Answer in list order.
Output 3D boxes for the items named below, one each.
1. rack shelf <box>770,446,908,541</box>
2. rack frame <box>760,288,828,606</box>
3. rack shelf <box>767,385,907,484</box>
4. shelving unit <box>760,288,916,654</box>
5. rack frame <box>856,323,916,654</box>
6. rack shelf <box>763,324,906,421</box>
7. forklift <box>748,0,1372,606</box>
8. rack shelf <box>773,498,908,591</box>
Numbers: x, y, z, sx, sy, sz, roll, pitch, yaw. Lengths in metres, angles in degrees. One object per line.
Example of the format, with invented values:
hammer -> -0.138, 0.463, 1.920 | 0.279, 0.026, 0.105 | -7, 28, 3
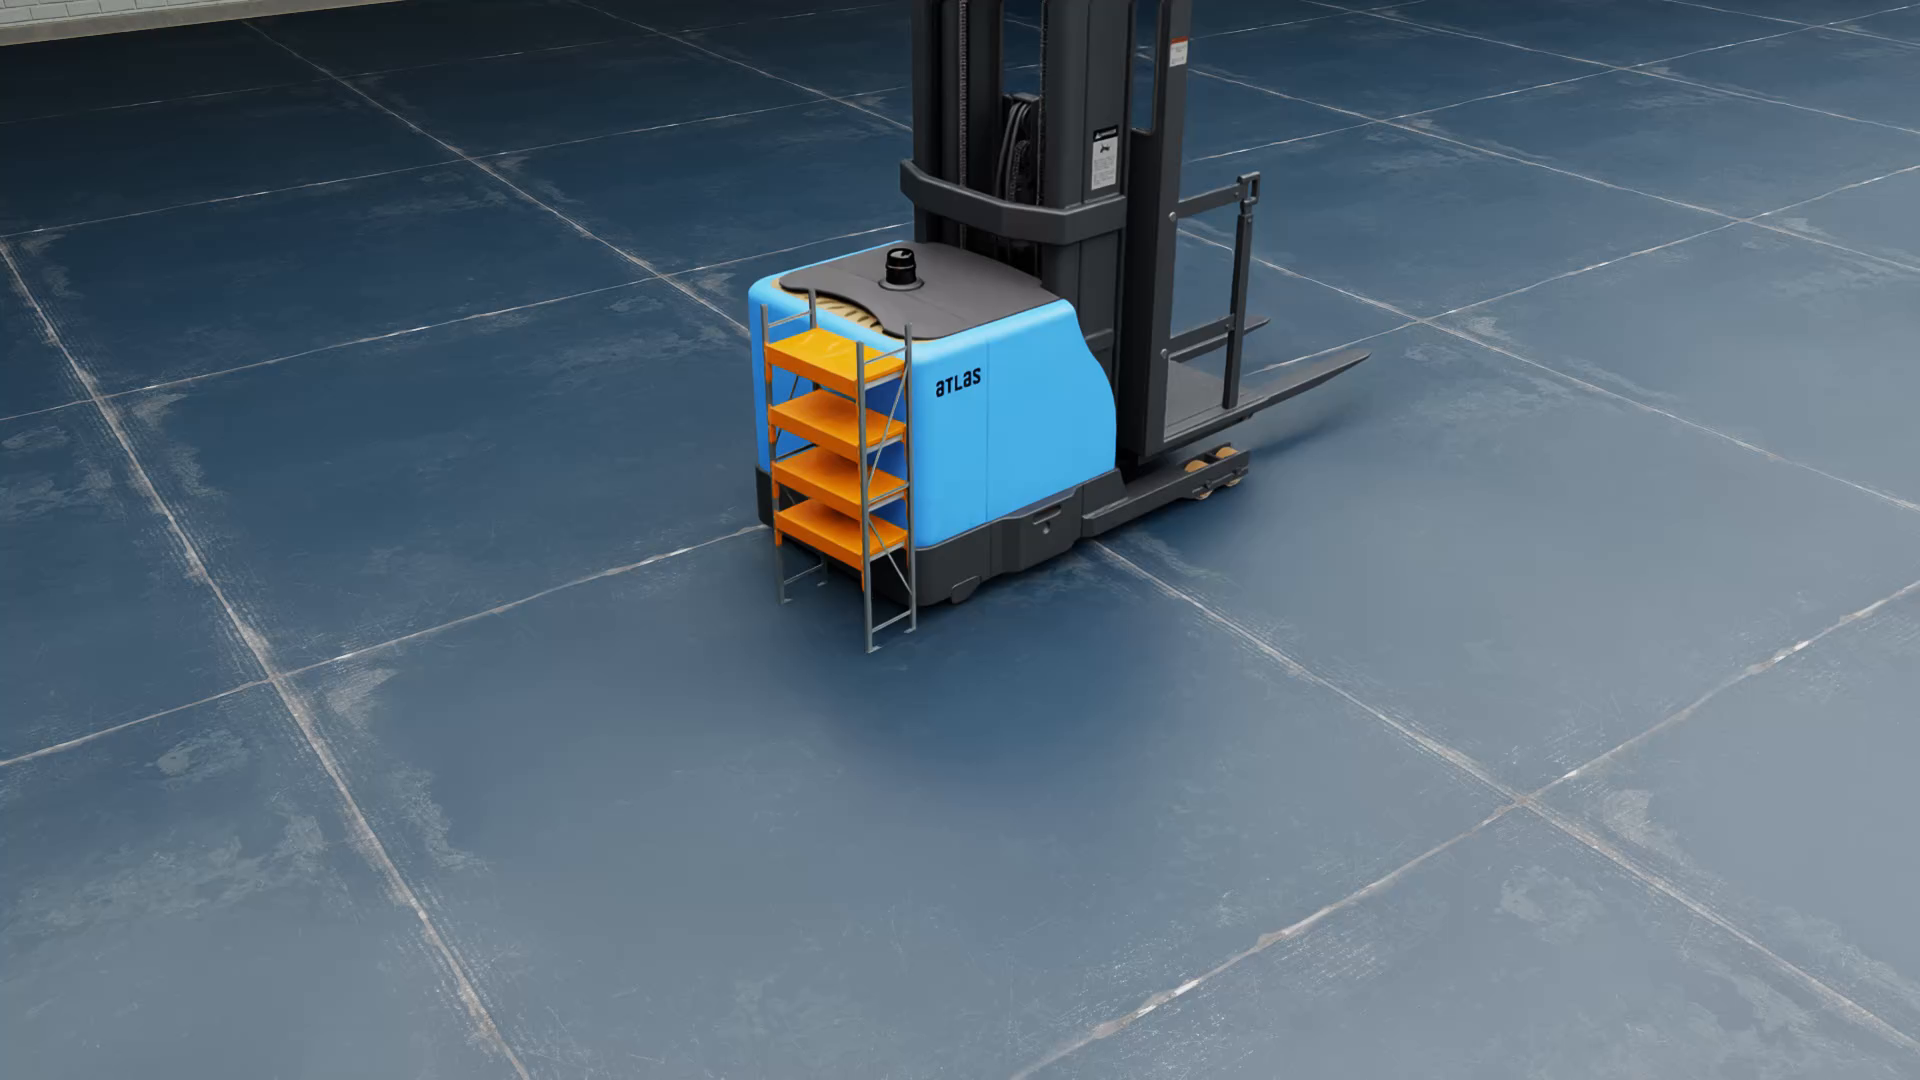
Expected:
rack shelf -> -0.425, -0.181, 5.967 | 0.480, 0.148, 0.258 | 25, 37, 38
rack frame -> -0.600, -0.322, 6.085 | 0.015, 1.200, 0.240 | 25, 37, 38
rack shelf -> -0.425, -0.378, 5.861 | 0.480, 0.148, 0.258 | 25, 37, 38
shelving unit -> -0.425, -0.240, 5.935 | 0.503, 1.200, 0.258 | 25, 37, 38
rack frame -> -0.251, -0.159, 5.785 | 0.015, 1.200, 0.240 | 25, 37, 38
rack shelf -> -0.425, -0.586, 5.748 | 0.480, 0.148, 0.258 | 25, 37, 38
forklift -> 0.614, -1.625, 6.671 | 3.031, 2.935, 1.130 | -23, 36, -36
rack shelf -> -0.425, -0.007, 6.062 | 0.480, 0.148, 0.258 | 25, 37, 38
